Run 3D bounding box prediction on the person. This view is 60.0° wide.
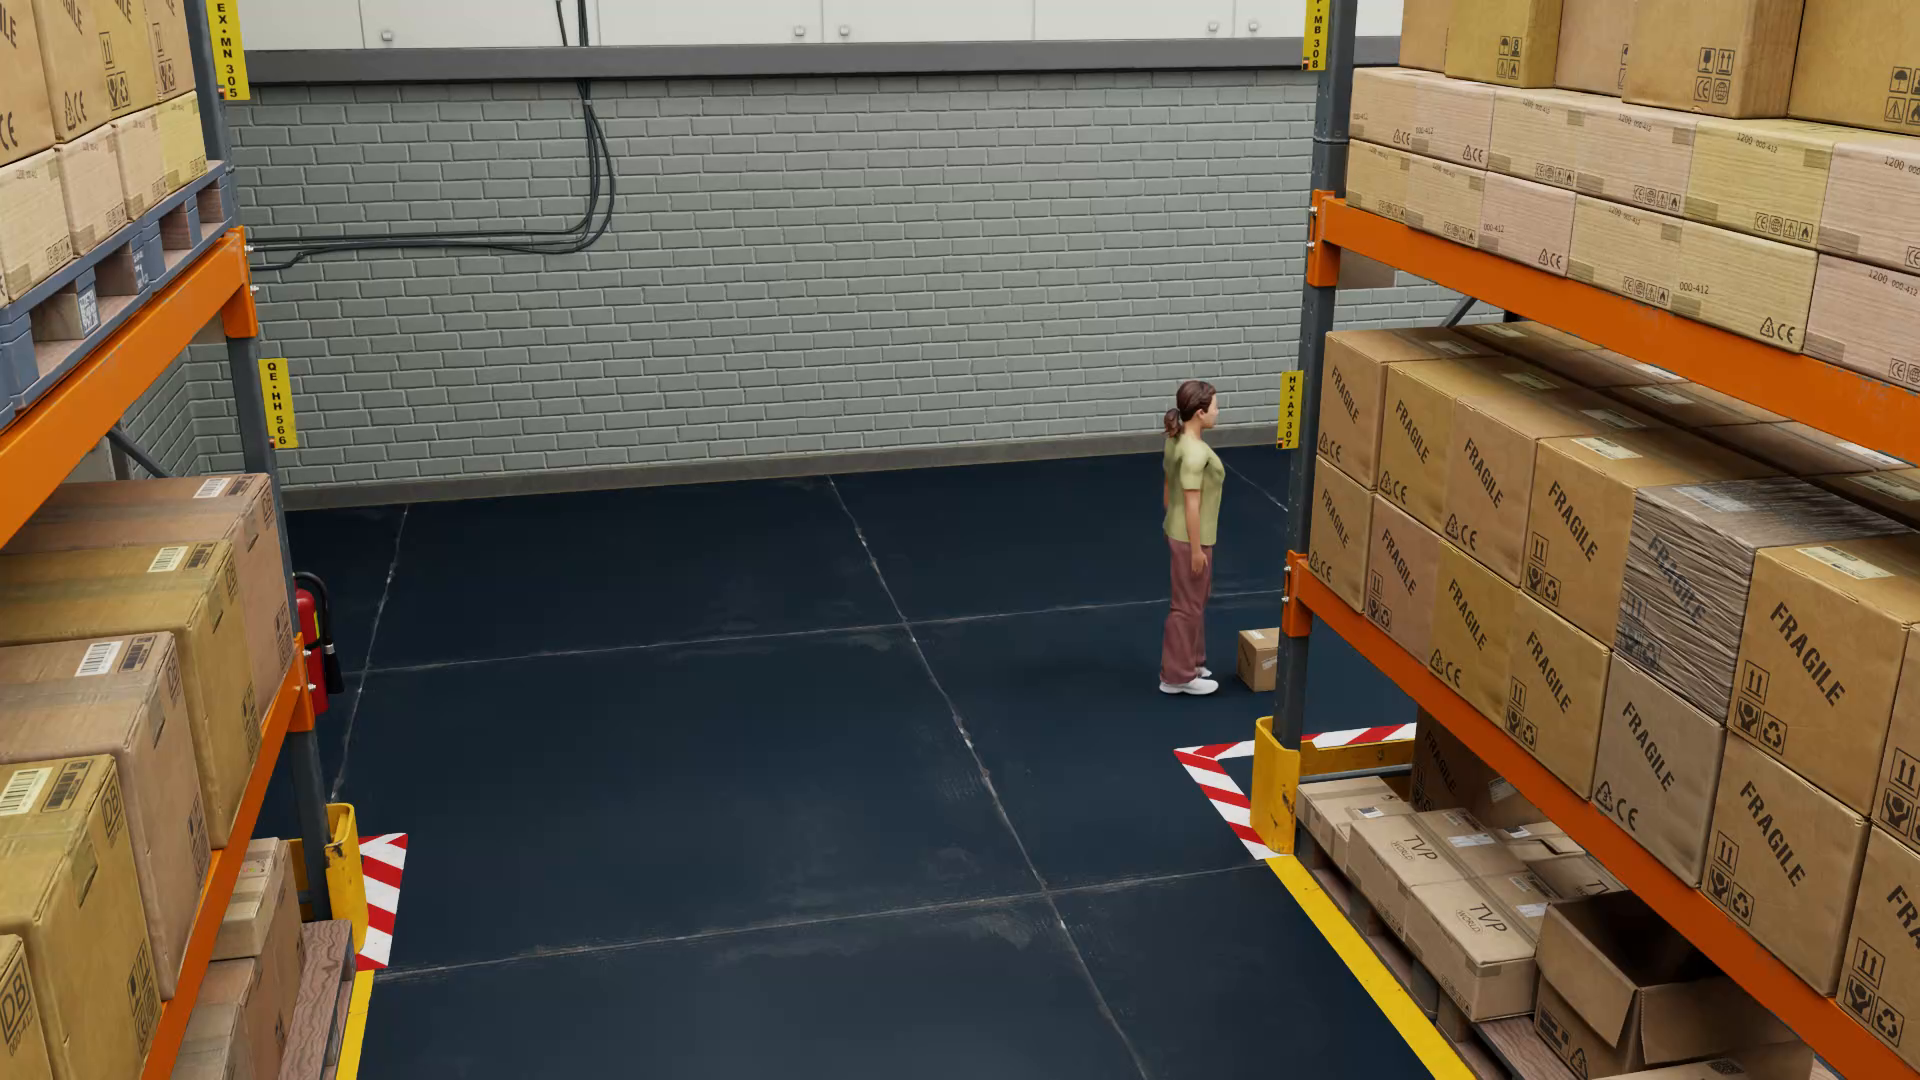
[{"bbox_3d":[1.217,0.030,8.568,0.424,1.743,0.476,-2,20,-5],"label":"person"}]
